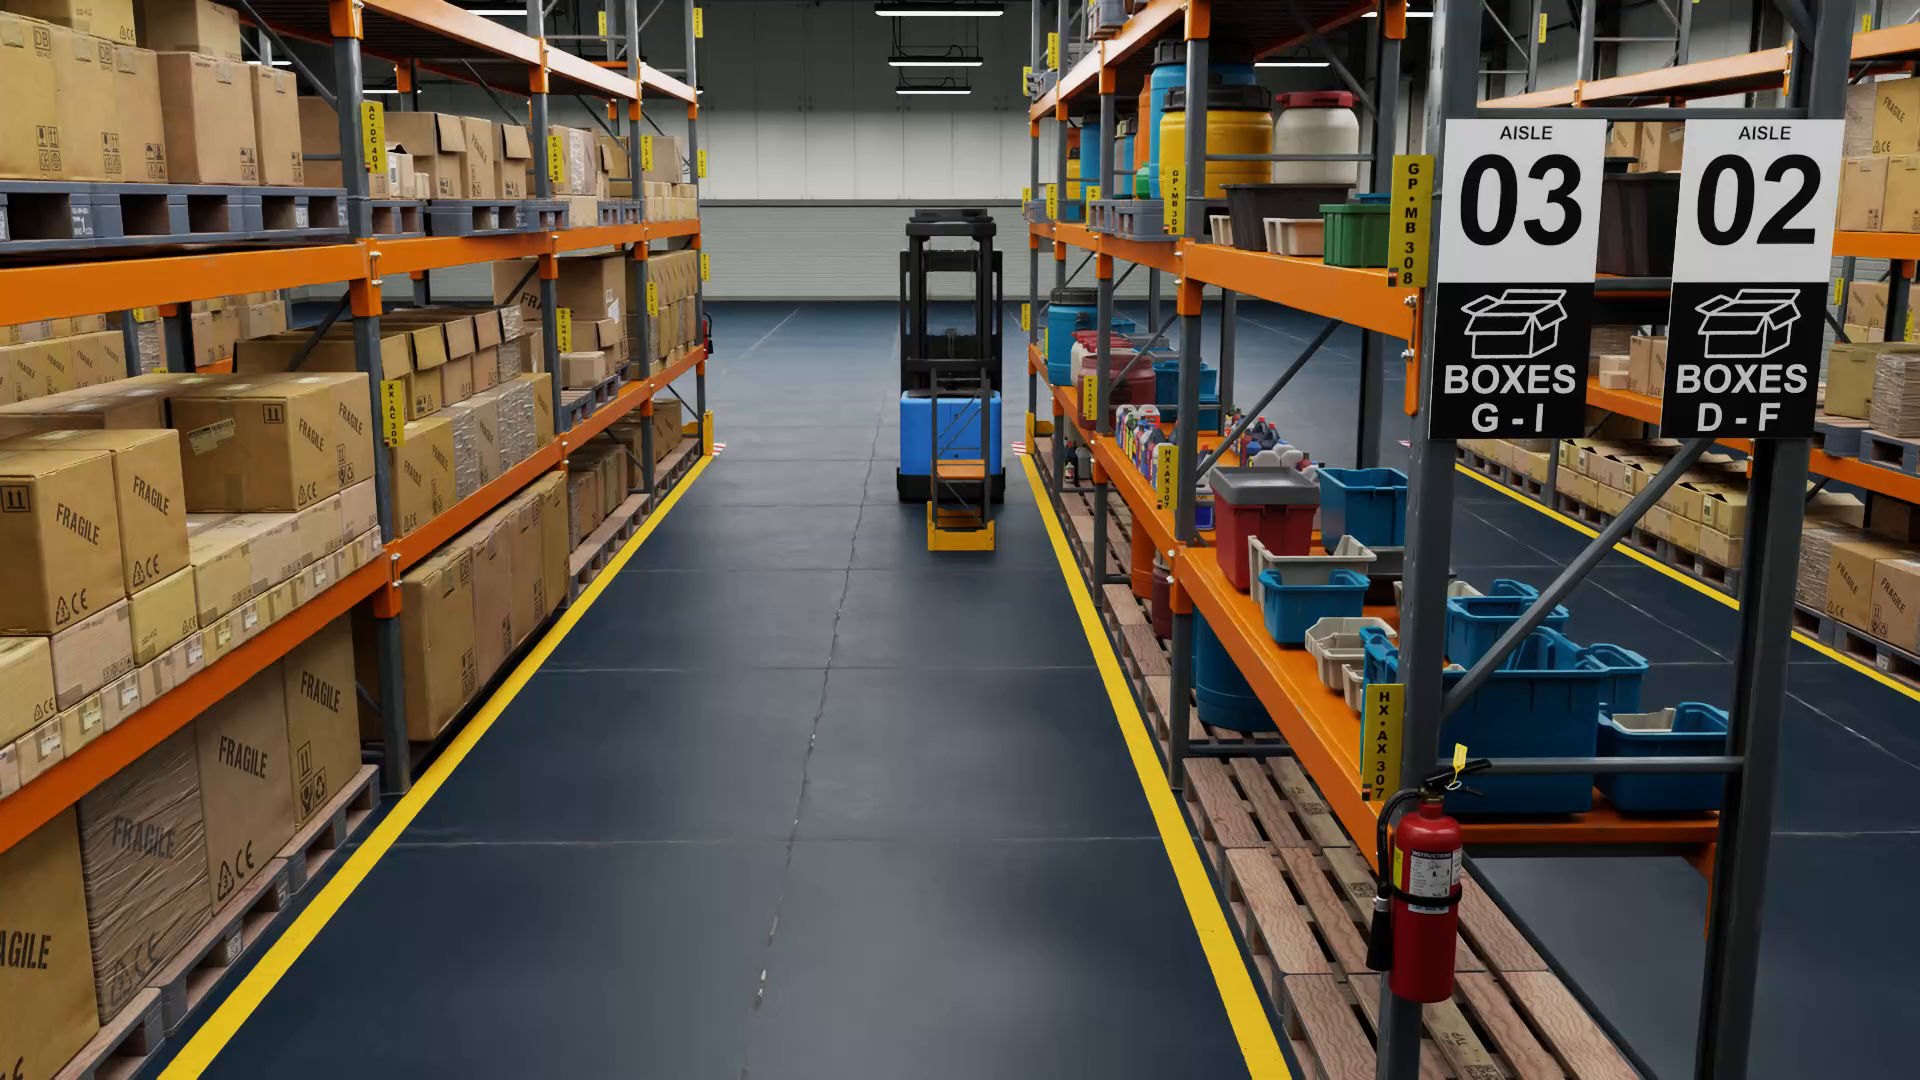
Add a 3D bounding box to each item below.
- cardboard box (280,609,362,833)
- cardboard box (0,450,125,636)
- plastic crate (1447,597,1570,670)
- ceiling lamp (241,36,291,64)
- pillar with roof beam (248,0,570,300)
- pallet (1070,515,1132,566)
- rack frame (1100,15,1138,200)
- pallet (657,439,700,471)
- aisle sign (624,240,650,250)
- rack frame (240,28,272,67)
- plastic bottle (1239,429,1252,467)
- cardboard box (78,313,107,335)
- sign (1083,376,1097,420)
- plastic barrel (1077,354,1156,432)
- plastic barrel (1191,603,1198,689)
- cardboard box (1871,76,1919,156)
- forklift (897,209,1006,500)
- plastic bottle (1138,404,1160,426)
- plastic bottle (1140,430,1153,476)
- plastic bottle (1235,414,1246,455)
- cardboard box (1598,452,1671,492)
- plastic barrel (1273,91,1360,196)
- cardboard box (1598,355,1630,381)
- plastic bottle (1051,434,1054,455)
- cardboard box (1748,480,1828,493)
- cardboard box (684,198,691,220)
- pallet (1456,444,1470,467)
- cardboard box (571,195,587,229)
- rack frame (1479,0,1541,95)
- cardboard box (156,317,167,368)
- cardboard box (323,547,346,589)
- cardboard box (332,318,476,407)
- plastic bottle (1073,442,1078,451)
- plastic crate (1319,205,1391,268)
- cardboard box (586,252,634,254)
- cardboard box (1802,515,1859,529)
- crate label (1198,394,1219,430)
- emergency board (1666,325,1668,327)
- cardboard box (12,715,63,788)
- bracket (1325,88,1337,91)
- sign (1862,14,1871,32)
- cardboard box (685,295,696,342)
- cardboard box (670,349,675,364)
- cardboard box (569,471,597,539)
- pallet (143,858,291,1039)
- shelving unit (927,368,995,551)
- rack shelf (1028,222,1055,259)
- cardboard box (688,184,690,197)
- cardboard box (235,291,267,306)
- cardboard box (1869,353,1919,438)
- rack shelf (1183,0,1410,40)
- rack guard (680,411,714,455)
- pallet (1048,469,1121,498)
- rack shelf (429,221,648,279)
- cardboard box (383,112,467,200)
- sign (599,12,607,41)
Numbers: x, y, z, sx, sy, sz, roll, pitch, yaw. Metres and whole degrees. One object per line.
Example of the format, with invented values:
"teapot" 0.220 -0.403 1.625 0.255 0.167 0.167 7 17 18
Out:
"cardboard box" -3.424 0.808 7.818 0.875 0.875 0.875 0 11 -1
"cardboard box" -3.025 0.001 5.254 0.500 0.500 0.500 -1 11 -3
"plastic crate" 1.974 0.357 6.027 0.416 0.233 0.300 0 11 -1
"ceiling lamp" -14.966 -11.545 34.651 2.000 3.185 0.800 0 11 -1
"pillar with roof beam" -15.679 -11.261 47.935 9.100 9.000 0.548 0 11 -1
"pallet" 1.512 -0.004 14.546 1.003 0.211 1.213 0 11 -1
"rack frame" 1.512 -3.914 11.720 1.000 3.000 0.127 0 11 -1
"pallet" -3.623 -1.001 19.461 1.003 0.211 1.213 0 11 -1
"aisle sign" -3.907 -3.829 19.851 0.394 0.787 0.004 0 11 -1
"rack frame" -8.567 -5.484 19.457 1.000 3.000 0.127 0 11 -1
"plastic bottle" 1.830 -0.574 10.636 0.061 0.283 0.133 0 11 -1
"cardboard box" -8.468 -2.189 15.538 0.700 0.500 0.500 0 11 -2
"sign" 0.962 -1.050 12.282 0.100 0.325 0.005 0 11 -1
"plastic barrel" 1.199 -1.132 12.752 0.600 0.536 0.708 0 11 -1
"plastic barrel" 1.585 0.395 9.791 0.600 0.901 0.708 0 11 -1
"cardboard box" 6.477 -2.815 11.078 0.500 0.500 0.500 0 11 -1
"forklift" -0.092 -2.088 17.977 1.130 2.935 3.031 0 11 0
"plastic bottle" 1.349 -0.827 11.901 0.152 0.276 0.135 0 11 -1
"plastic bottle" 1.226 -0.550 10.539 0.152 0.276 0.135 0 11 -1
"plastic bottle" 1.939 -0.725 11.411 0.097 0.271 0.097 0 11 0
"cardboard box" 6.158 -0.636 15.101 0.500 0.311 0.500 -1 11 -3
"plastic barrel" 1.834 -2.027 8.565 0.433 0.535 0.433 0 11 0
"cardboard box" 6.435 -1.618 15.866 0.500 0.250 0.500 0 11 2
"plastic bottle" 1.072 -1.081 18.600 0.097 0.271 0.097 0 11 0
"cardboard box" 6.728 -0.337 13.623 0.500 0.311 0.500 -1 11 -3
"cardboard box" -3.328 -3.747 18.815 0.500 0.250 0.500 0 11 -1
"pallet" 6.356 -1.066 19.781 1.003 0.211 1.213 0 11 -1
"cardboard box" -3.206 -2.547 12.902 0.500 0.250 0.500 0 11 0
"rack frame" 6.299 -5.524 19.655 1.000 3.000 0.127 0 11 -1
"cardboard box" -8.538 -2.005 17.019 0.875 0.550 0.550 0 11 -1
"cardboard box" -3.013 0.126 7.526 0.380 0.149 0.250 0 11 -2
"cardboard box" -3.410 -1.086 10.094 0.797 0.503 0.637 0 11 1
"plastic bottle" 1.219 -0.888 17.619 0.061 0.283 0.133 0 11 -1
"plastic crate" 1.371 -0.945 5.161 0.450 0.188 0.336 0 11 -1
"cardboard box" -3.852 -2.920 18.392 0.500 0.500 0.500 0 11 -1
"cardboard box" 6.188 0.107 12.166 0.500 0.500 0.500 0 11 1
"crate label" 1.878 -0.977 12.754 0.303 0.233 0.416 0 11 -1
"emergency board" 11.994 -4.154 27.988 0.194 1.169 0.643 0 11 -1
"cardboard box" -2.959 0.637 5.008 0.380 0.149 0.250 0 11 -2
"bracket" 11.110 -13.572 50.271 0.076 0.066 3.189 0 11 -1
"sign" 10.709 -6.040 19.648 0.100 0.325 0.005 0 11 -1
"cardboard box" -3.491 -2.531 18.988 0.875 0.500 0.500 0 11 -1
"cardboard box" -3.271 -1.968 17.847 0.380 0.149 0.250 0 11 -1
"cardboard box" -3.517 -0.300 14.176 0.700 0.500 0.500 1 11 4
"pallet" -3.392 1.603 6.629 1.003 0.211 1.213 0 11 -1
"shelving unit" -0.002 -0.750 14.985 0.587 1.500 1.083 0 11 -1
"rack shelf" 1.388 -3.284 17.969 1.077 0.370 4.000 0 11 -1
"cardboard box" -3.284 -3.976 18.943 0.380 0.149 0.250 -1 11 -4
"cardboard box" -8.494 -2.964 19.030 0.875 0.550 0.550 0 11 -1
"cardboard box" 6.418 -0.941 10.847 0.700 0.500 0.500 2 12 10
"rack shelf" 1.636 -2.173 5.952 1.077 0.370 4.000 0 11 -1
"rack guard" -3.604 -1.304 20.229 1.175 0.500 0.348 0 11 -1
"pallet" 1.457 -0.536 17.172 1.003 0.211 1.213 0 11 -1
"rack shelf" -3.482 -2.469 13.949 1.077 0.370 4.000 0 11 -1
"cardboard box" -3.377 -2.274 9.865 0.797 0.503 0.637 0 11 -2
"sign" -4.148 -5.979 19.347 0.100 0.325 0.005 0 11 -1
